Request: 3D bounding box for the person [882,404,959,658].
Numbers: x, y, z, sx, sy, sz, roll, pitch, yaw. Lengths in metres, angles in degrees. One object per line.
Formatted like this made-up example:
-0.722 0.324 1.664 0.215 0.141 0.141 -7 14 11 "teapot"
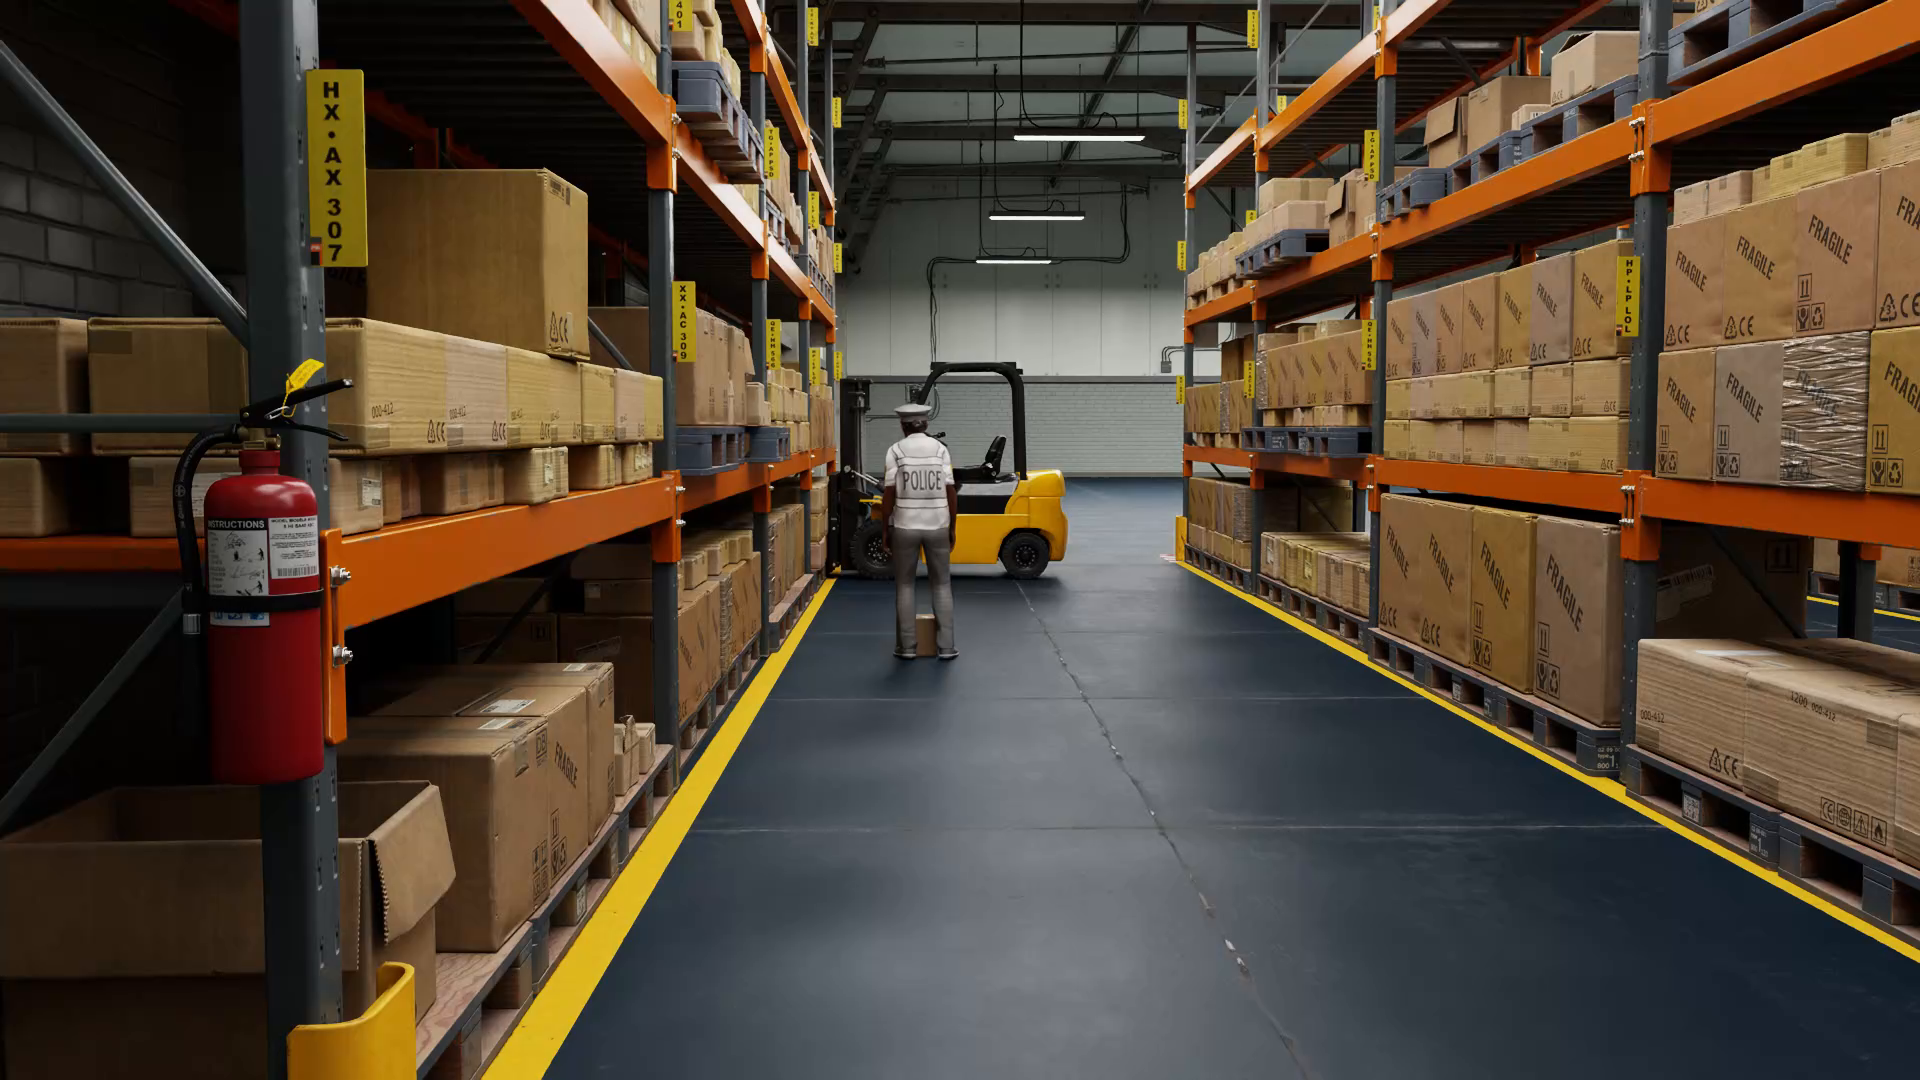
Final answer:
-0.256 -0.055 10.820 0.525 1.658 0.427 -1 4 -10 "person"
